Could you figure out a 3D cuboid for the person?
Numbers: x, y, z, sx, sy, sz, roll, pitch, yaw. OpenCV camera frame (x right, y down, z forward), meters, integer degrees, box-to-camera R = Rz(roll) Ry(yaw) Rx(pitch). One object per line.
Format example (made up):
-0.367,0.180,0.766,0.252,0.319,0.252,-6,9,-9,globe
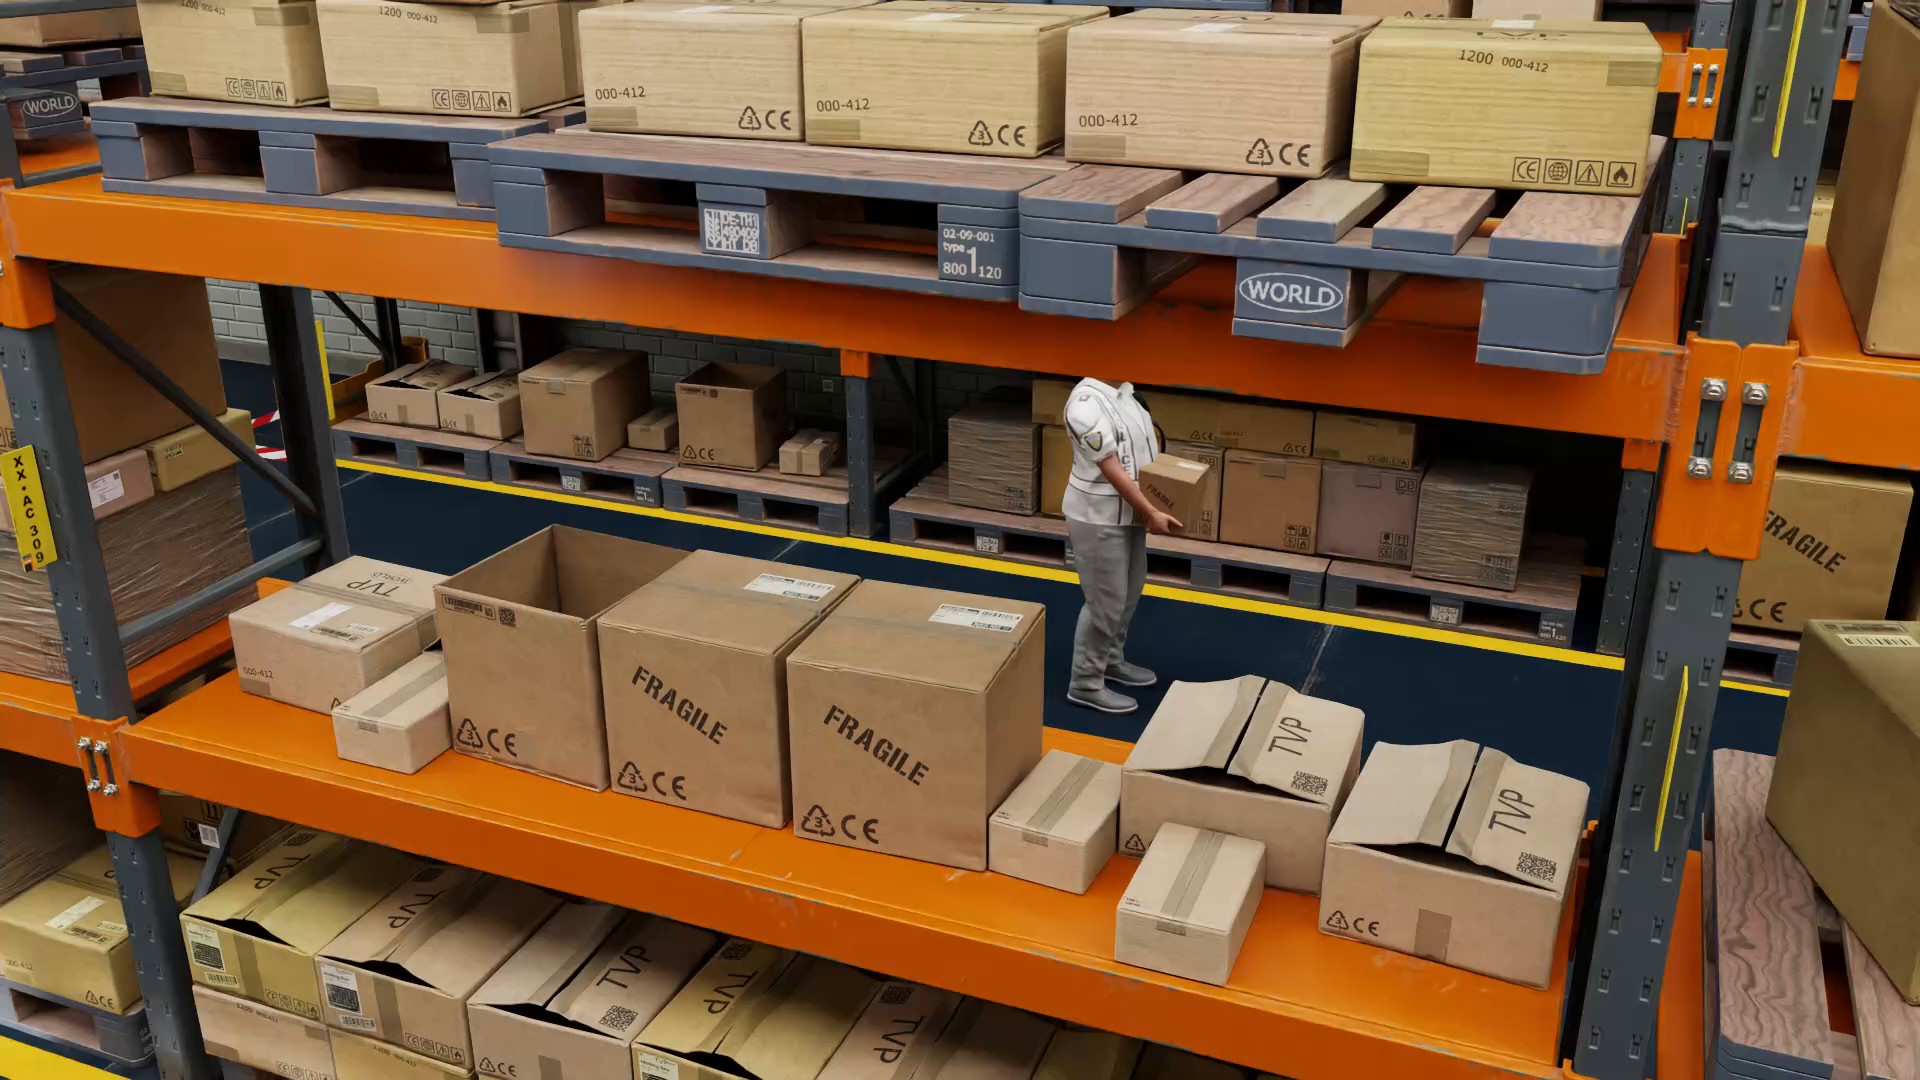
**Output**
0.668,-0.120,7.375,0.442,1.747,0.606,7,23,17,person
